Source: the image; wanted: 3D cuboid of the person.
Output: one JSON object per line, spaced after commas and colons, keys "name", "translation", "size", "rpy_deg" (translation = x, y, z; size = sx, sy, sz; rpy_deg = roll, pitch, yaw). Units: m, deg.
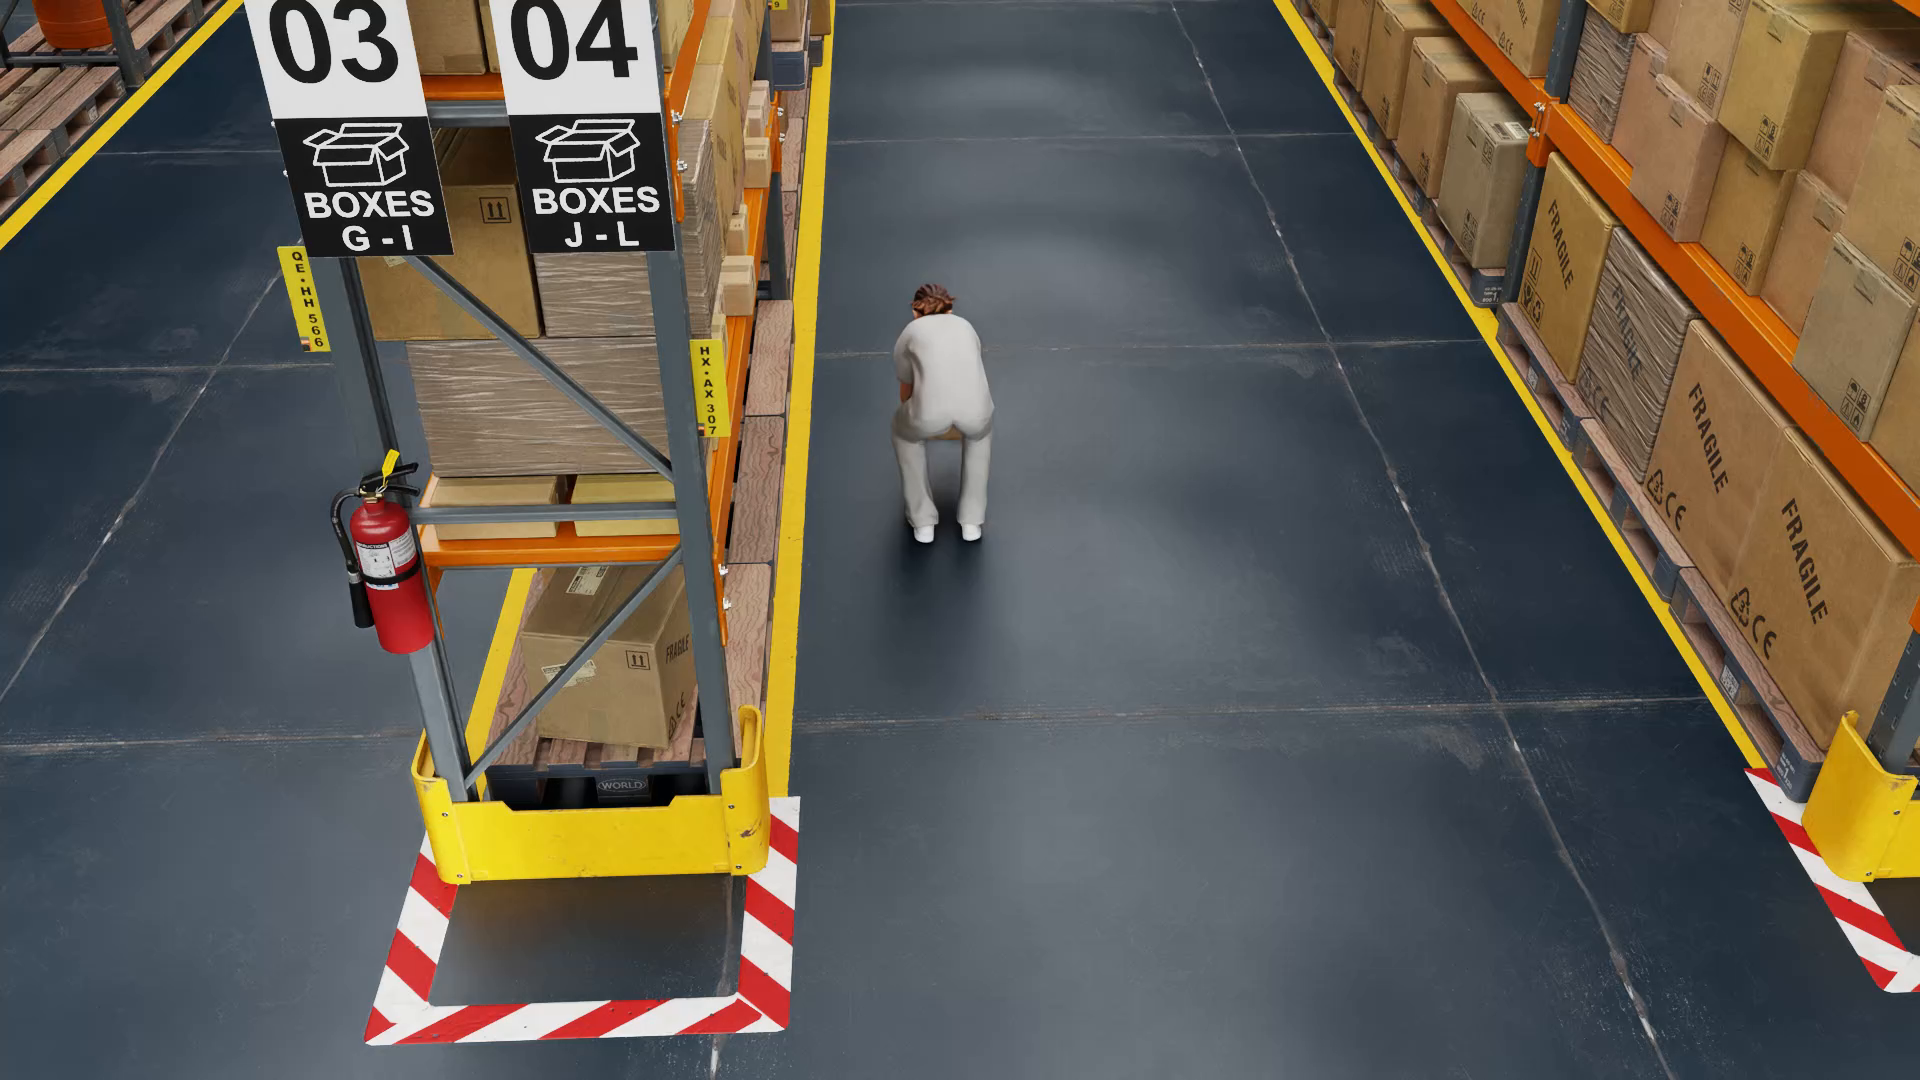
{"name": "person", "translation": [-0.081, -0.570, 7.538], "size": [0.471, 0.995, 0.867], "rpy_deg": [-4, 36, -5]}
